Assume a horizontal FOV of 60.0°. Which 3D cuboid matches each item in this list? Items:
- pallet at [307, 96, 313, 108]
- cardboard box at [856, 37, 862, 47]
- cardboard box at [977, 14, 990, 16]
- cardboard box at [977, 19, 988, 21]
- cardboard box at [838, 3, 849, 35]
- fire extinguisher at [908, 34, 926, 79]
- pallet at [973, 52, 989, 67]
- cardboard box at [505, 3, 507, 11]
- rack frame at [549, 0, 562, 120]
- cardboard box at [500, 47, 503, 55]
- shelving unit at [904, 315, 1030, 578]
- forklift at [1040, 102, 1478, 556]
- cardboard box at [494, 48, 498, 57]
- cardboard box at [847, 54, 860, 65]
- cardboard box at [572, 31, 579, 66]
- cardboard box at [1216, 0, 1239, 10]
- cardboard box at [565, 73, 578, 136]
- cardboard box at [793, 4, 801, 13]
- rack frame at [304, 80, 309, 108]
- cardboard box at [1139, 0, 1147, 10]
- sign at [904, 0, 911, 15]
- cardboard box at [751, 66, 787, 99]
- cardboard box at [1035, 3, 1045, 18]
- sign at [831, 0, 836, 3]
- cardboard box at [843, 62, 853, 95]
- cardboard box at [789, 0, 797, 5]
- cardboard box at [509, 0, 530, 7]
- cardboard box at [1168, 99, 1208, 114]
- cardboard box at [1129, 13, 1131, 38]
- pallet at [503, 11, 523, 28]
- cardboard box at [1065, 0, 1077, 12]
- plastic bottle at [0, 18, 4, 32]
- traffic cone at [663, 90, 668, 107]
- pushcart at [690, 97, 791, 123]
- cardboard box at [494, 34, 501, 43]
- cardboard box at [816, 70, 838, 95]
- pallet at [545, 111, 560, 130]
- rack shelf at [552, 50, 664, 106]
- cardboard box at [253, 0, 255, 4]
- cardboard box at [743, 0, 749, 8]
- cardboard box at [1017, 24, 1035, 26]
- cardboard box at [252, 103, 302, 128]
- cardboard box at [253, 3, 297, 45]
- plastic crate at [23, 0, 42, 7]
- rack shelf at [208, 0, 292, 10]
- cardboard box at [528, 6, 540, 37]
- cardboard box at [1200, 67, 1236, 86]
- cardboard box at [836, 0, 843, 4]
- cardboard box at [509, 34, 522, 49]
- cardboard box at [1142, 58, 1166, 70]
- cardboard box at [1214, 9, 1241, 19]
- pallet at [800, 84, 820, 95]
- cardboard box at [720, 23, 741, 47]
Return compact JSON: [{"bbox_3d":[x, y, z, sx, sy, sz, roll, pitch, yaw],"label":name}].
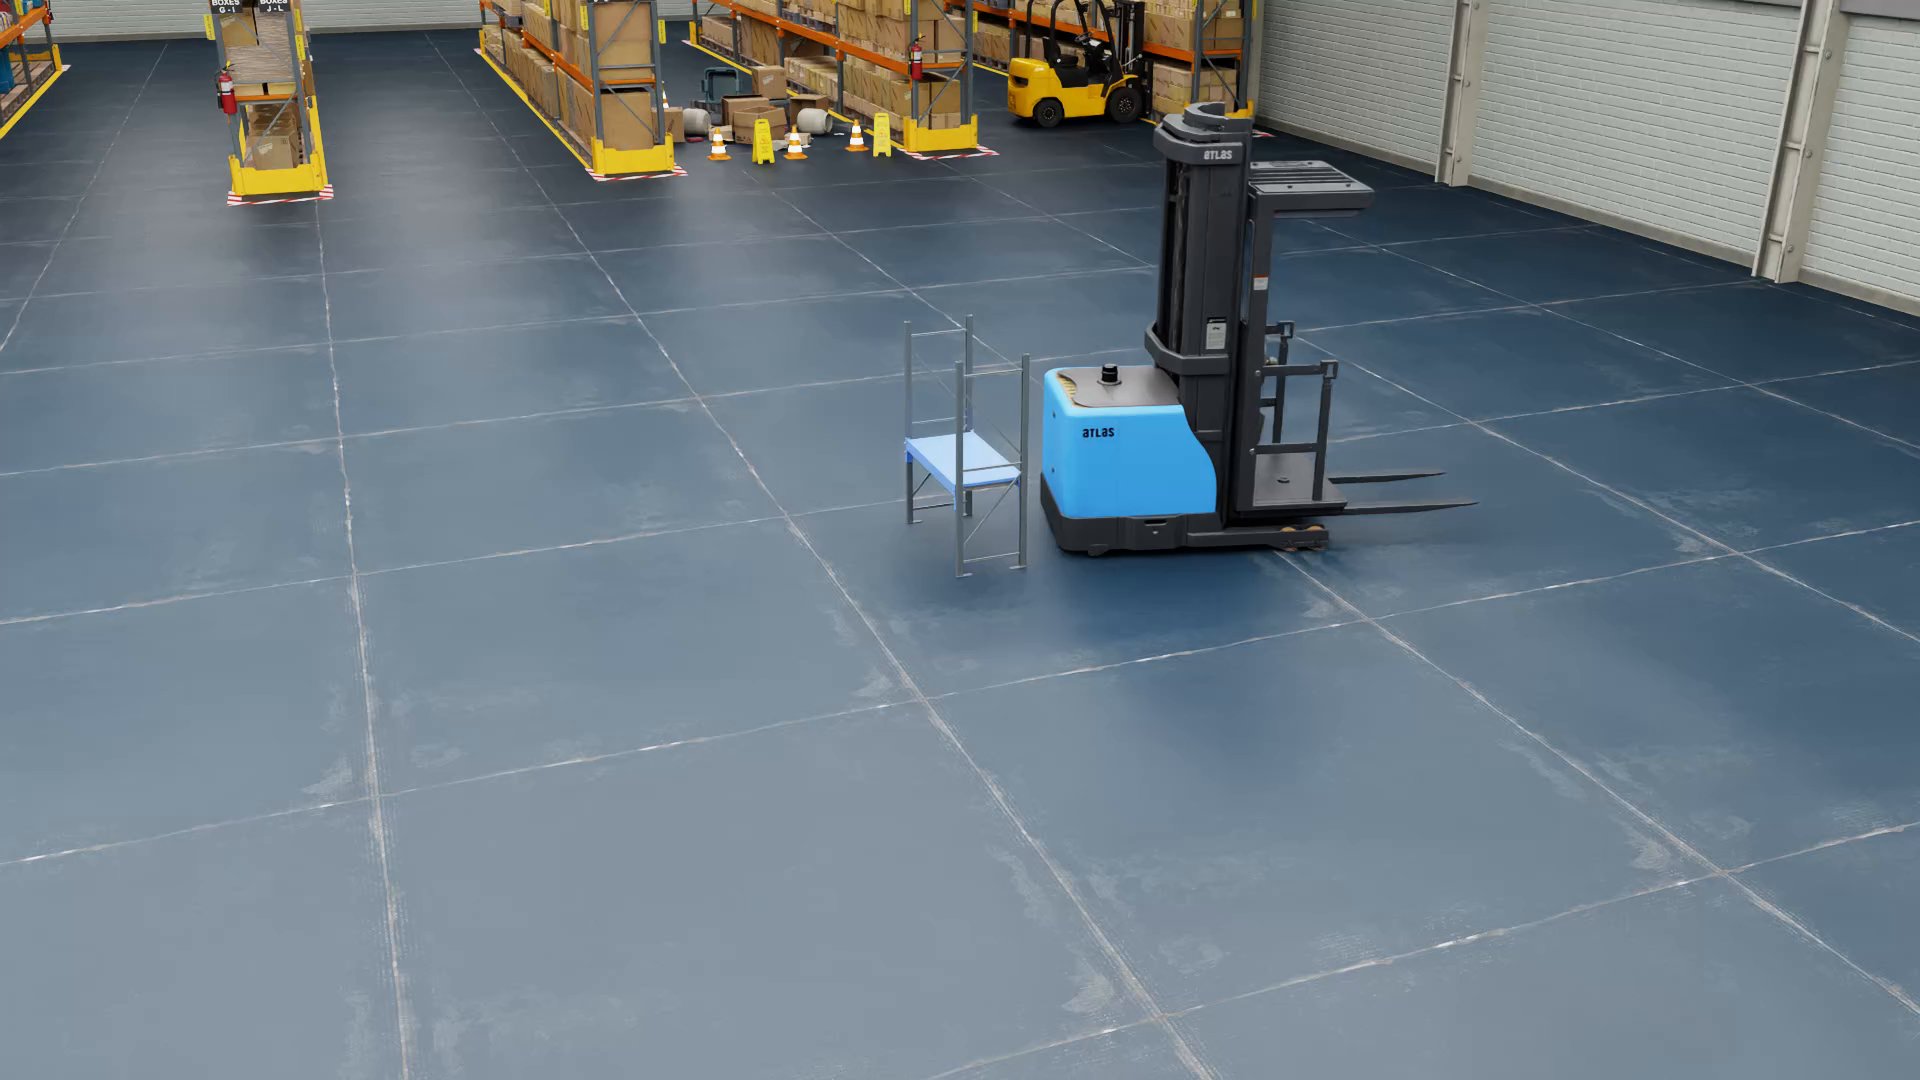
[{"bbox_3d":[-12.589,-8.197,30.926,1.003,0.211,1.213,-8,24,-19],"label":"pallet"},{"bbox_3d":[-1.571,-8.546,28.487,0.380,0.149,0.250,-8,24,-17],"label":"cardboard box"},{"bbox_3d":[0.519,-11.927,38.029,0.380,0.149,0.250,-9,25,-21],"label":"cardboard box"},{"bbox_3d":[0.431,-11.479,36.966,0.380,0.149,0.250,-8,24,-19],"label":"cardboard box"},{"bbox_3d":[-1.802,-9.077,28.911,0.500,0.500,0.500,-8,24,-19],"label":"cardboard box"},{"bbox_3d":[-0.675,-7.498,25.776,0.296,0.674,0.183,-8,24,-19],"label":"fire extinguisher"},{"bbox_3d":[0.877,-10.661,36.773,1.003,0.211,1.213,-8,24,-19],"label":"pallet"},{"bbox_3d":[-8.571,-10.298,32.103,0.380,0.149,0.250,-9,24,-20],"label":"cardboard box"},{"bbox_3d":[-6.292,-8.376,27.760,1.000,3.000,0.127,-8,24,-19],"label":"rack frame"},{"bbox_3d":[-9.527,-10.370,35.239,0.380,0.149,0.250,-8,24,-18],"label":"cardboard box"},{"bbox_3d":[0.030,-0.660,11.385,0.538,1.500,1.048,-8,24,-19],"label":"shelving unit"},{"bbox_3d":[2.141,-1.472,11.469,3.031,2.935,1.130,-3,23,-6],"label":"forklift"},{"bbox_3d":[-9.941,-10.634,36.248,0.380,0.149,0.250,-8,24,-19],"label":"cardboard box"},{"bbox_3d":[-1.753,-8.357,28.915,0.380,0.149,0.250,-8,24,-18],"label":"cardboard box"},{"bbox_3d":[-5.574,-7.724,26.022,0.875,0.550,0.500,-8,24,-19],"label":"cardboard box"},{"bbox_3d":[4.440,-8.954,27.785,0.380,0.149,0.250,-9,24,-20],"label":"cardboard box"},{"bbox_3d":[-5.813,-7.025,26.750,0.875,0.875,0.875,-8,24,-19],"label":"cardboard box"},{"bbox_3d":[-2.969,-10.163,31.784,0.380,0.149,0.250,-8,24,-19],"label":"cardboard box"},{"bbox_3d":[-12.381,-9.185,29.681,1.000,3.000,0.127,-8,24,-19],"label":"rack frame"},{"bbox_3d":[3.339,-9.402,29.232,0.380,0.149,0.250,-9,24,-20],"label":"cardboard box"},{"bbox_3d":[-0.810,-8.248,25.560,0.100,0.325,0.005,-8,24,-19],"label":"sign"},{"bbox_3d":[-3.352,-8.033,29.191,0.500,0.500,0.500,-8,24,-19],"label":"cardboard box"},{"bbox_3d":[1.822,-10.594,33.216,0.500,0.250,0.500,-9,25,-21],"label":"cardboard box"},{"bbox_3d":[-2.215,-9.548,29.050,0.100,0.325,0.005,-8,24,-19],"label":"sign"},{"bbox_3d":[-1.741,-8.112,29.169,0.500,0.500,0.500,-7,24,-16],"label":"cardboard box"},{"bbox_3d":[-2.977,-10.538,31.838,0.500,0.500,0.500,-7,24,-16],"label":"cardboard box"},{"bbox_3d":[-8.306,-10.161,31.395,0.380,0.149,0.250,-8,24,-18],"label":"cardboard box"},{"bbox_3d":[3.897,-7.374,28.384,0.500,0.250,0.500,-8,24,-19],"label":"cardboard box"},{"bbox_3d":[3.237,-9.252,29.711,0.500,0.500,0.500,-9,24,-20],"label":"cardboard box"},{"bbox_3d":[-8.057,-9.985,31.825,1.213,0.211,1.003,-8,24,-19],"label":"pallet"},{"bbox_3d":[2.344,-10.264,31.791,0.500,0.250,0.500,-9,24,-20],"label":"cardboard box"},{"bbox_3d":[-17.679,-9.487,30.556,0.152,0.276,0.135,-8,24,-19],"label":"plastic bottle"},{"bbox_3d":[-5.353,-7.901,29.900,0.336,0.463,0.334,-8,24,-19],"label":"traffic cone"},{"bbox_3d":[-3.812,-7.552,29.182,1.648,0.377,0.936,-18,29,-37],"label":"pushcart"},{"bbox_3d":[-9.910,-10.898,36.107,0.380,0.149,0.250,-10,25,-22],"label":"cardboard box"},{"bbox_3d":[-2.142,-8.525,30.957,0.950,0.372,0.625,-7,24,-16],"label":"cardboard box"},{"bbox_3d":[-6.635,-7.361,28.942,1.003,0.211,1.213,-8,24,-19],"label":"pallet"},{"bbox_3d":[-5.586,-7.317,26.175,1.077,0.370,4.000,-8,24,-19],"label":"rack shelf"},{"bbox_3d":[-10.506,-7.634,24.201,0.500,0.500,0.500,-8,24,-19],"label":"cardboard box"},{"bbox_3d":[-4.264,-11.357,35.026,0.500,0.250,0.500,-9,24,-19],"label":"cardboard box"},{"bbox_3d":[1.399,-11.091,36.045,0.380,0.149,0.250,-10,25,-21],"label":"cardboard box"},{"bbox_3d":[-11.165,-7.009,27.169,0.700,0.500,0.500,-10,25,-23],"label":"cardboard box"},{"bbox_3d":[-9.494,-7.160,23.075,0.500,0.500,0.500,-8,24,-19],"label":"cardboard box"},{"bbox_3d":[-19.548,-11.360,34.719,0.616,0.435,0.499,-8,24,-19],"label":"plastic crate"},{"bbox_3d":[-10.261,-8.056,24.065,1.077,0.370,4.000,-8,24,-19],"label":"rack shelf"},{"bbox_3d":[-7.439,-9.307,29.842,0.500,0.500,0.500,-8,24,-19],"label":"cardboard box"},{"bbox_3d":[4.366,-7.908,28.363,0.500,0.250,0.500,-9,24,-20],"label":"cardboard box"},{"bbox_3d":[-1.744,-9.546,28.737,0.700,0.500,0.500,-9,24,-20],"label":"cardboard box"},{"bbox_3d":[-8.738,-9.986,33.292,0.500,0.250,0.500,-7,24,-17],"label":"cardboard box"},{"bbox_3d":[3.359,-8.384,29.492,0.500,0.250,0.500,-9,24,-20],"label":"cardboard box"},{"bbox_3d":[4.481,-8.824,27.861,0.380,0.149,0.250,-9,24,-20],"label":"cardboard box"},{"bbox_3d":[-2.408,-8.533,31.724,1.003,0.211,1.213,-8,24,-19],"label":"pallet"},{"bbox_3d":[-4.961,-11.579,38.119,0.875,0.438,0.875,-9,25,-21],"label":"cardboard box"}]
